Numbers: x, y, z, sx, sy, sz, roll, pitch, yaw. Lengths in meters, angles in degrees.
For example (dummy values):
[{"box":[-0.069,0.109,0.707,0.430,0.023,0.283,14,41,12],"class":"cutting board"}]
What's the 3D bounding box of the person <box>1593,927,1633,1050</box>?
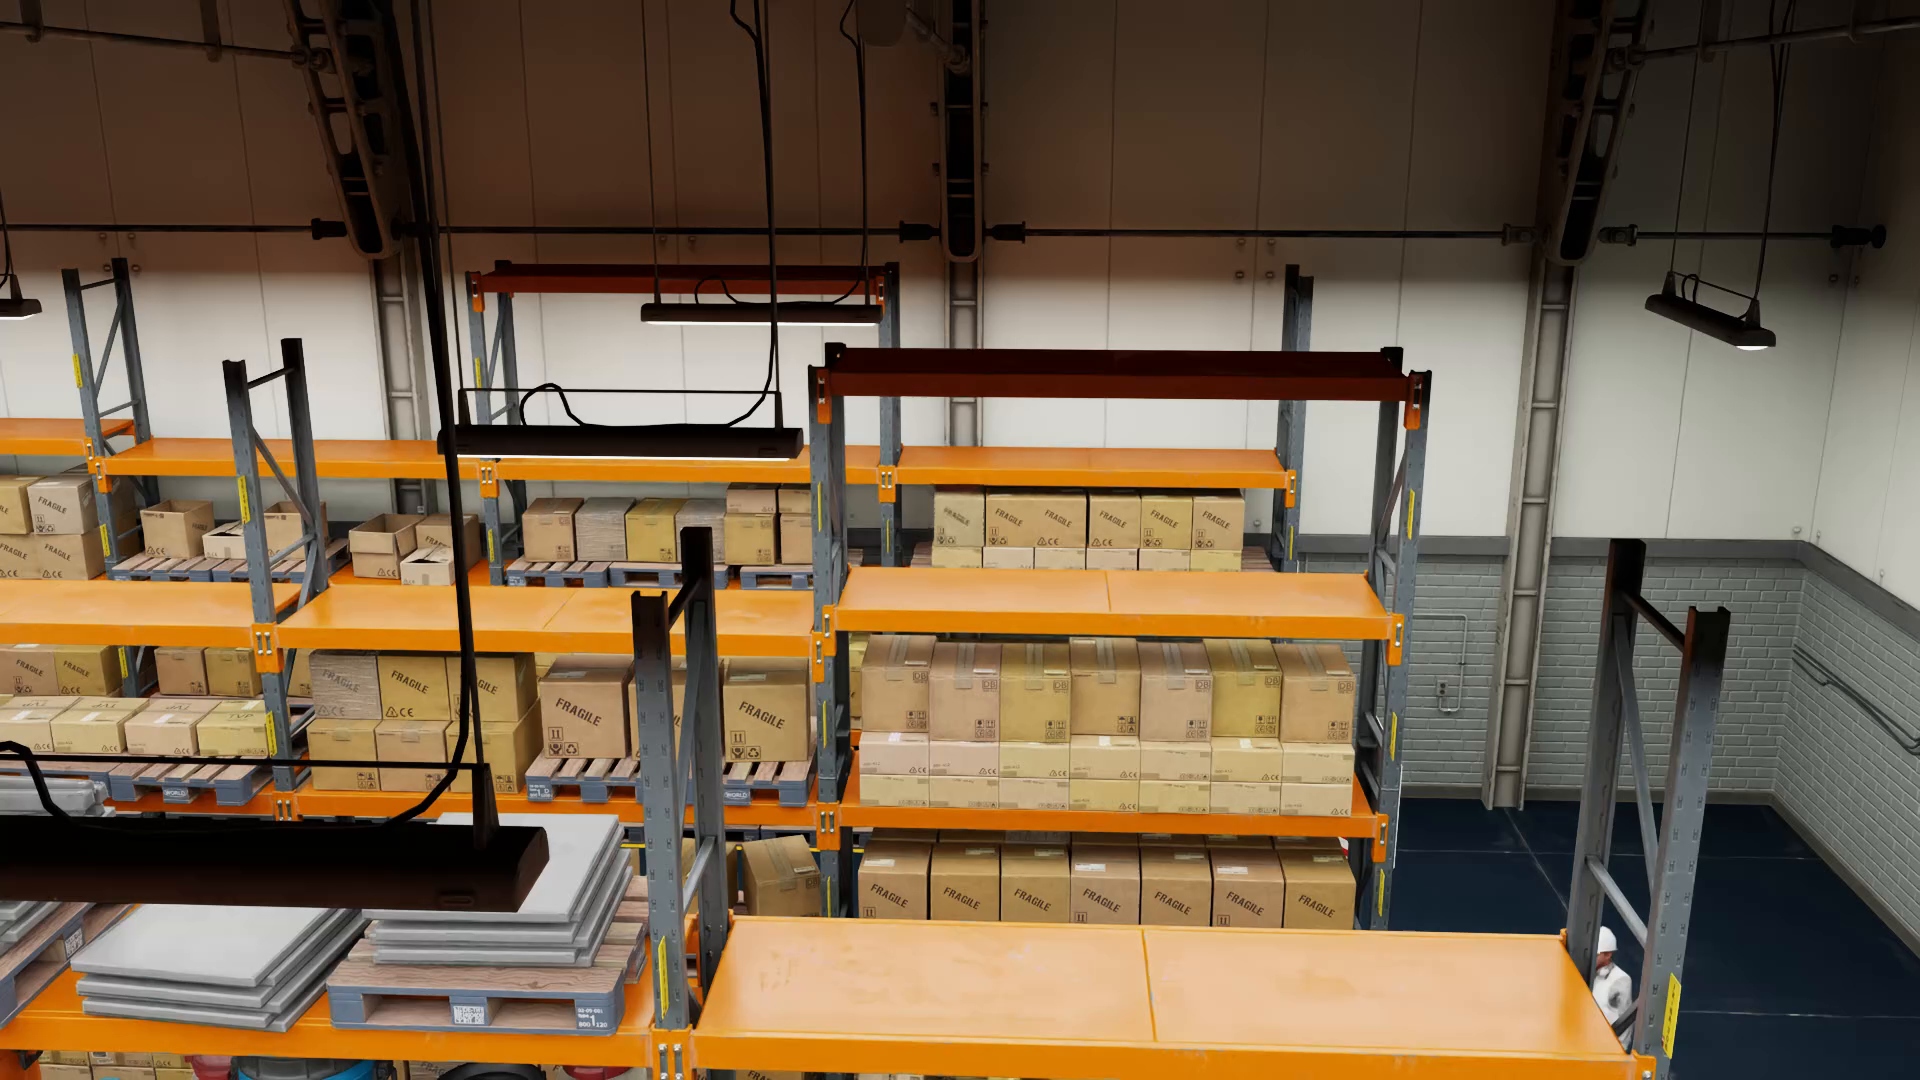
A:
[{"box":[4.868,3.733,12.587,0.808,1.759,0.560,-9,18,-28],"class":"person"}]
